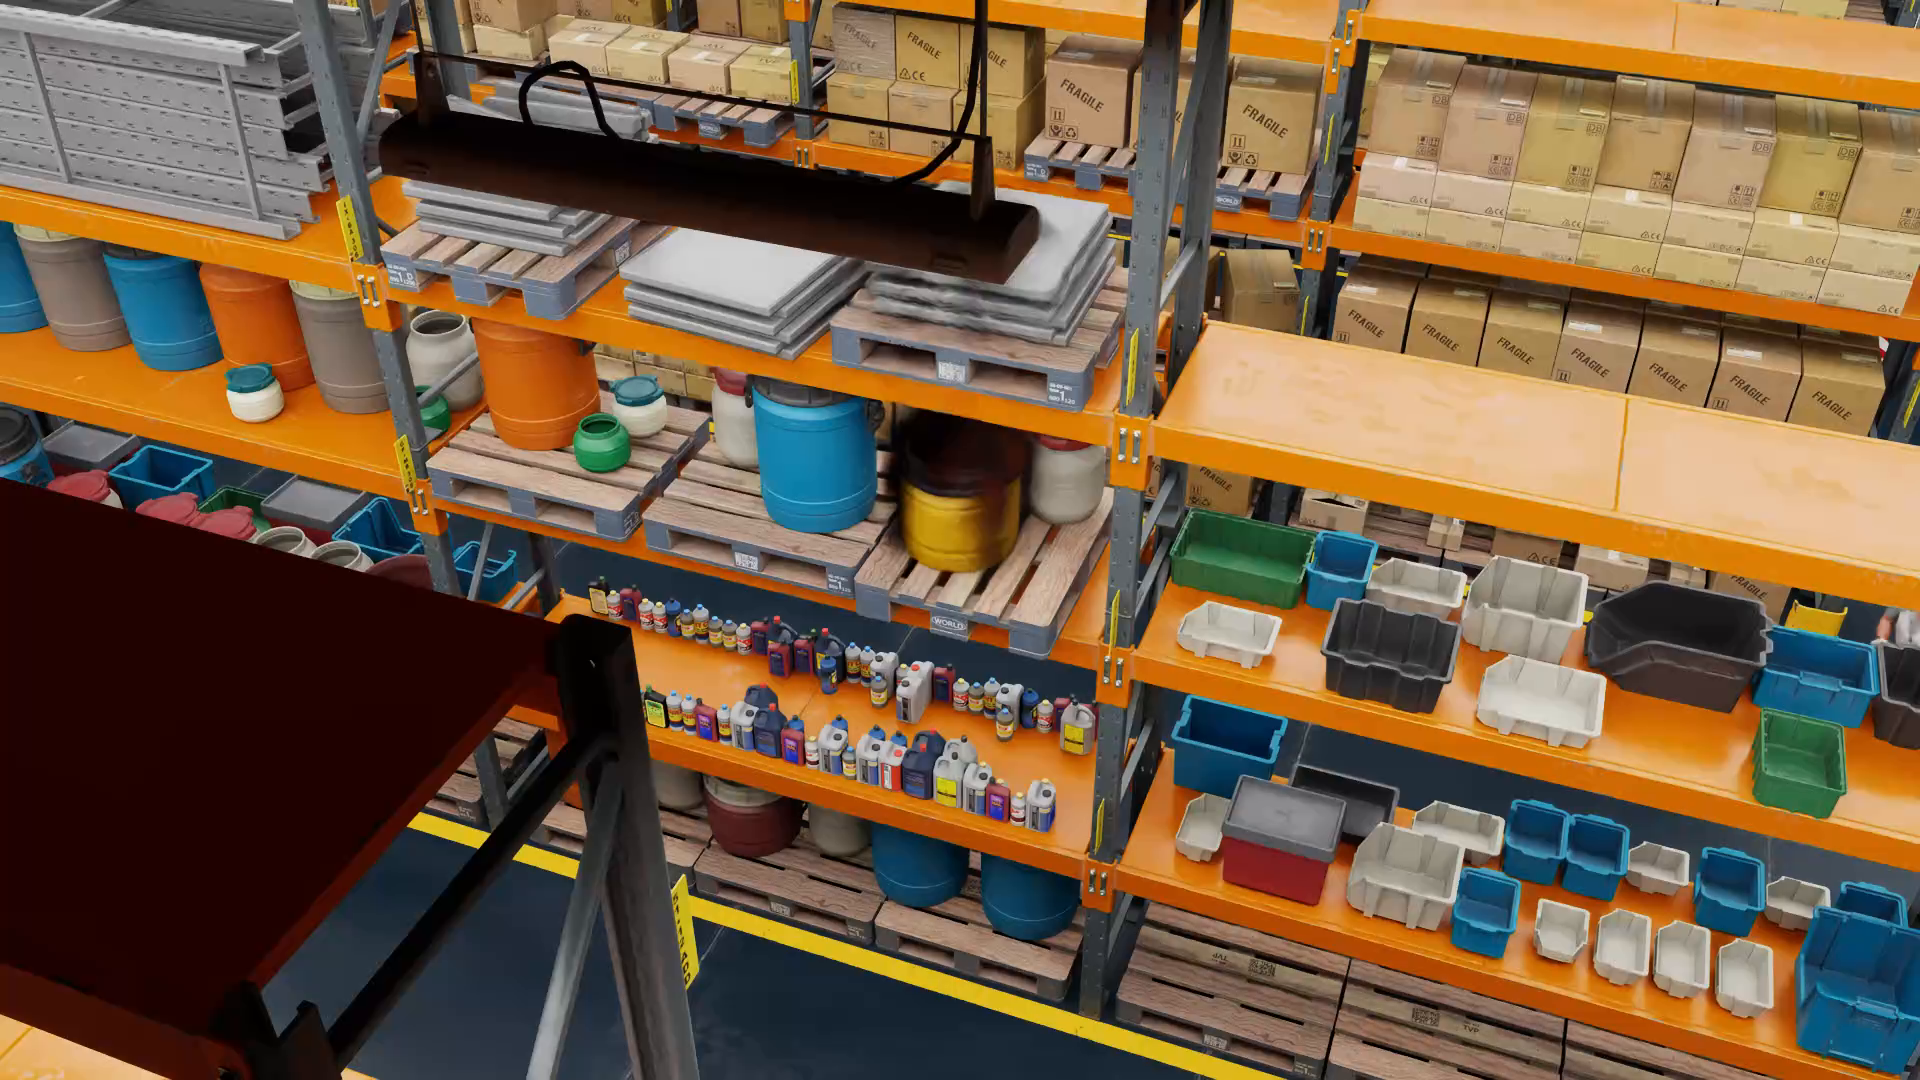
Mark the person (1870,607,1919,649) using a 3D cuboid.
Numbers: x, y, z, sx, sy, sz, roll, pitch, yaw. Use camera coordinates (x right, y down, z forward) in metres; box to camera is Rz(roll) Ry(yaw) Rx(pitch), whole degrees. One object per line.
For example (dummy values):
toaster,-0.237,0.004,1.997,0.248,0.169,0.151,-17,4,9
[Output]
person,6.182,0.924,10.724,0.722,1.759,0.815,-11,38,-15
